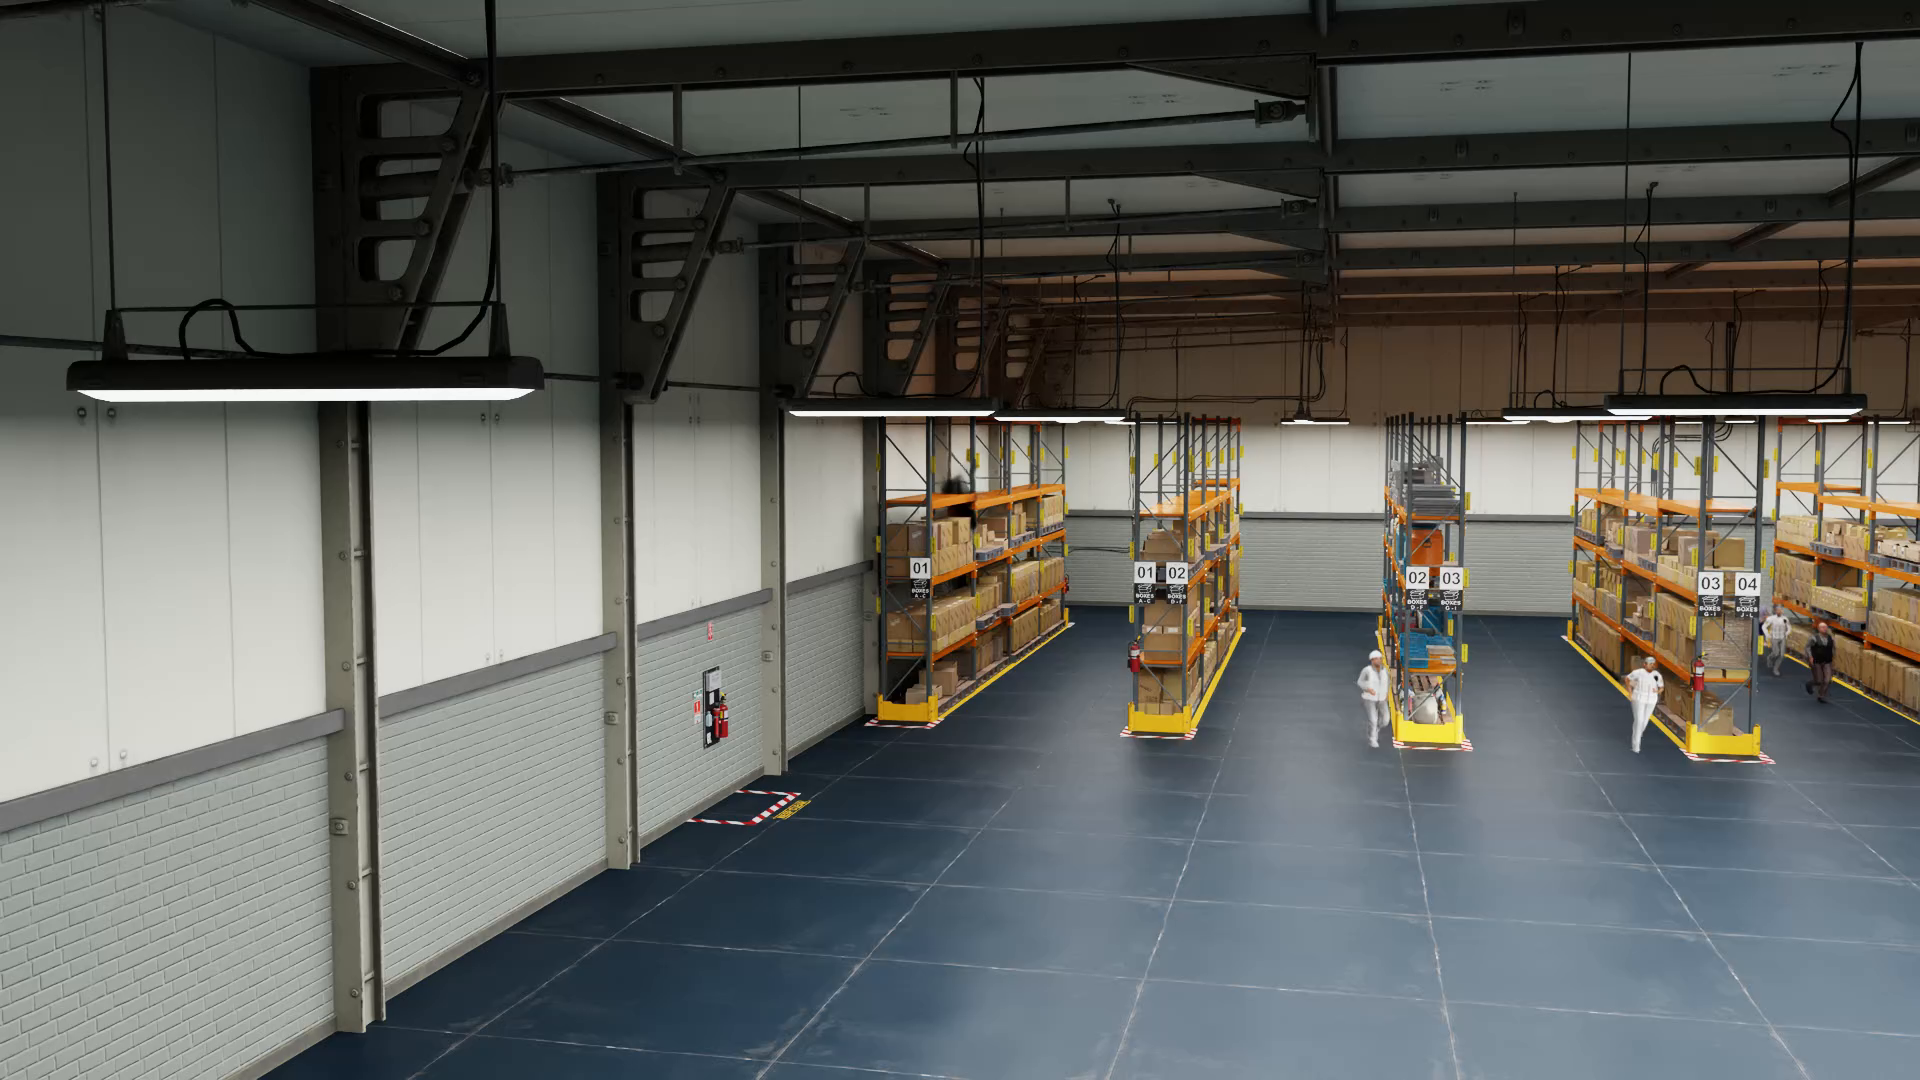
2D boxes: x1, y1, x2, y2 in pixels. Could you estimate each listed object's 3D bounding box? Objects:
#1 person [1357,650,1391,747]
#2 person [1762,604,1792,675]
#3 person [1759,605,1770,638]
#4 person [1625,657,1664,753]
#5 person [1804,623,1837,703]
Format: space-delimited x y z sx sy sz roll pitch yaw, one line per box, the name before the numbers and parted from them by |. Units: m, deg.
person | 7.476 2.853 29.831 0.700 1.746 0.597 -1 4 -13
person | 18.971 2.304 38.572 0.622 1.648 0.548 1 4 9
person | 19.422 2.177 40.582 0.601 1.648 0.776 1 4 19
person | 12.204 2.914 29.622 0.600 1.698 0.776 0 4 3
person | 17.946 2.546 34.707 0.647 1.675 0.637 0 4 5
